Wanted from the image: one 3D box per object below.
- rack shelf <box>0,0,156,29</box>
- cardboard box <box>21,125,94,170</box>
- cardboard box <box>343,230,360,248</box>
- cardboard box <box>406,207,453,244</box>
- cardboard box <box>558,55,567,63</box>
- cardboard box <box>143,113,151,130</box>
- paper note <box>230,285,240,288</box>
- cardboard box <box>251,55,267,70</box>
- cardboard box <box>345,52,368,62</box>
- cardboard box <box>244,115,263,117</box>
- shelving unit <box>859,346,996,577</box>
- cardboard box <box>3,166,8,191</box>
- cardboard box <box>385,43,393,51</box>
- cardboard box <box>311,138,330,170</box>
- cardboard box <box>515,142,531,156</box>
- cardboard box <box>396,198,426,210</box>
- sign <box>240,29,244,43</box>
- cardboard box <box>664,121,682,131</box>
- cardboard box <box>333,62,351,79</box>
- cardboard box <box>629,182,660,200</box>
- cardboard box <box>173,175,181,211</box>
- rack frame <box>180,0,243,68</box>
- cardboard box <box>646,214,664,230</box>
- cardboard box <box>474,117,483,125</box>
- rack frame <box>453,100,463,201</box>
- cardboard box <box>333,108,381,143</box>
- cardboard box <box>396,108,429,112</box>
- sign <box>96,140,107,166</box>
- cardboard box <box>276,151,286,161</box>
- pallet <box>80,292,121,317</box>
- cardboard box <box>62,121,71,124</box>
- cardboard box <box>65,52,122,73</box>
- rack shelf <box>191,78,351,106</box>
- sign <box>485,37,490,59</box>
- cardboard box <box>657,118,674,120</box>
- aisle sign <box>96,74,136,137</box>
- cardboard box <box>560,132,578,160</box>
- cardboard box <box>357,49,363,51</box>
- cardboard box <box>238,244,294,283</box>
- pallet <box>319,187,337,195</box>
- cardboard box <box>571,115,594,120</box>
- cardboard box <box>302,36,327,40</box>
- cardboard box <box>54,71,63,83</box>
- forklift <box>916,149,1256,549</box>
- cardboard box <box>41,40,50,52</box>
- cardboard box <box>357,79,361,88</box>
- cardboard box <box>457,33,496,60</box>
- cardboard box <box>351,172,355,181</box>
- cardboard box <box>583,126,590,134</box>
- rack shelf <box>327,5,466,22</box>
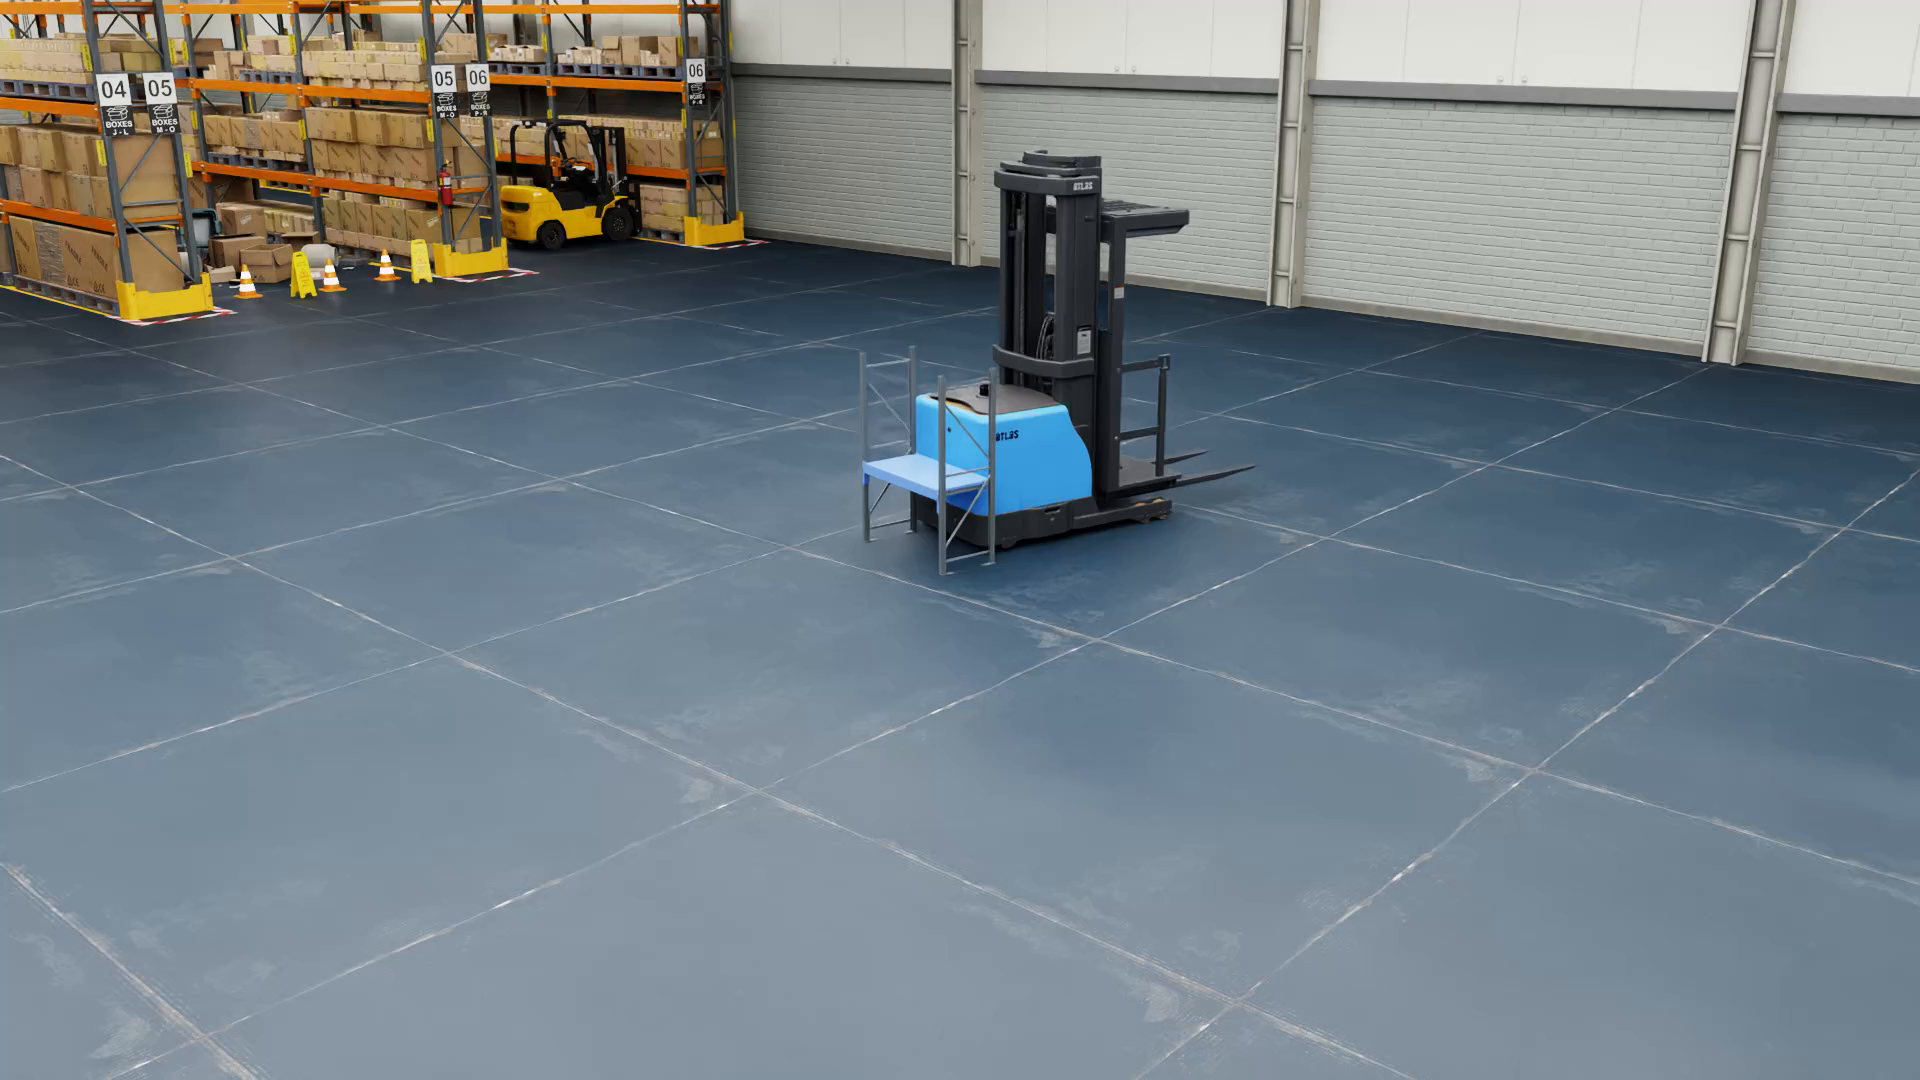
[{"bbox_3d":[-12.451,-7.290,23.056,4.000,0.370,1.077,15,23,39],"label":"rack shelf"},{"bbox_3d":[-12.892,-5.646,23.911,0.550,0.550,0.875,15,23,39],"label":"cardboard box"},{"bbox_3d":[-10.068,-5.111,28.110,0.500,0.250,0.500,17,24,42],"label":"cardboard box"},{"bbox_3d":[-8.517,-5.052,26.682,0.500,0.500,0.500,15,23,40],"label":"cardboard box"},{"bbox_3d":[-7.311,-9.029,31.199,0.250,0.149,0.380,16,23,40],"label":"cardboard box"},{"bbox_3d":[-15.419,-8.183,32.121,0.500,0.500,0.500,15,23,38],"label":"cardboard box"},{"bbox_3d":[-10.970,-3.837,25.155,0.144,0.017,0.142,-9,20,-27],"label":"paper note"},{"bbox_3d":[-12.025,-8.354,29.071,0.500,0.250,0.500,15,23,40],"label":"cardboard box"},{"bbox_3d":[-9.707,-7.810,26.899,0.250,0.149,0.380,15,23,38],"label":"cardboard box"},{"bbox_3d":[-12.810,-7.569,30.651,0.500,0.500,0.500,15,23,38],"label":"cardboard box"},{"bbox_3d":[-0.250,-0.617,12.576,0.538,1.500,1.048,-13,22,-35],"label":"shelving unit"},{"bbox_3d":[-14.514,-5.458,25.184,0.500,0.500,0.500,15,23,39],"label":"cardboard box"},{"bbox_3d":[-11.860,-10.385,35.015,0.250,0.149,0.380,15,23,39],"label":"cardboard box"},{"bbox_3d":[-10.593,-6.544,28.115,0.500,0.500,0.500,15,23,39],"label":"cardboard box"},{"bbox_3d":[-8.375,-7.700,32.663,0.500,0.250,0.500,15,23,39],"label":"cardboard box"},{"bbox_3d":[-8.836,-5.419,26.768,0.250,0.149,0.380,16,24,41],"label":"cardboard box"},{"bbox_3d":[-16.780,-11.763,38.813,0.005,0.325,0.100,15,23,39],"label":"sign"},{"bbox_3d":[-5.066,-7.392,29.715,0.250,0.149,0.380,15,23,39],"label":"cardboard box"},{"bbox_3d":[-9.831,-7.651,27.057,0.500,0.250,0.500,15,23,40],"label":"cardboard box"},{"bbox_3d":[-5.774,-6.415,30.564,0.500,0.250,0.500,15,23,40],"label":"cardboard box"},{"bbox_3d":[-14.854,-6.834,32.505,0.875,0.875,0.875,15,23,40],"label":"cardboard box"},{"bbox_3d":[-13.728,-10.168,30.276,0.127,3.000,1.000,15,23,39],"label":"rack frame"},{"bbox_3d":[-5.380,-5.841,30.409,0.500,0.250,0.500,15,23,39],"label":"cardboard box"},{"bbox_3d":[-9.572,-8.467,33.593,0.250,0.149,0.380,15,23,40],"label":"cardboard box"},{"bbox_3d":[-10.436,-8.433,34.724,0.127,3.000,1.000,15,23,39],"label":"rack frame"},{"bbox_3d":[-9.826,-6.820,27.333,0.500,0.500,0.700,14,23,38],"label":"cardboard box"},{"bbox_3d":[-11.780,-8.968,35.546,0.637,0.503,0.797,14,23,38],"label":"cardboard box"},{"bbox_3d":[-11.325,-5.107,21.940,0.005,0.325,0.100,15,23,39],"label":"sign"},{"bbox_3d":[-11.707,-6.728,29.073,0.250,0.149,0.380,15,23,38],"label":"cardboard box"},{"bbox_3d":[-11.605,-3.376,23.401,1.213,0.211,1.003,15,23,39],"label":"pallet"},{"bbox_3d":[-18.392,-8.503,34.781,0.500,0.500,0.500,16,24,41],"label":"cardboard box"},{"bbox_3d":[-11.506,-6.345,22.085,0.500,0.250,0.500,15,23,40],"label":"cardboard box"},{"bbox_3d":[-12.232,-7.994,29.573,4.000,0.370,1.077,15,23,39],"label":"rack shelf"},{"bbox_3d":[-7.385,-7.672,25.923,0.005,0.325,0.100,15,23,39],"label":"sign"},{"bbox_3d":[-5.331,-7.651,30.532,0.250,0.149,0.380,16,24,41],"label":"cardboard box"},{"bbox_3d":[-11.101,-5.719,21.877,0.004,0.787,0.394,15,23,39],"label":"aisle sign"},{"bbox_3d":[-7.286,-7.529,31.712,0.500,0.500,0.500,14,22,38],"label":"cardboard box"},{"bbox_3d":[-12.703,-10.439,35.643,0.250,0.149,0.380,15,23,39],"label":"cardboard box"},{"bbox_3d":[-10.739,-4.293,25.806,0.637,0.503,0.797,0,18,2],"label":"cardboard box"},{"bbox_3d":[-13.941,-8.045,38.112,1.213,0.211,1.003,15,23,39],"label":"pallet"},{"bbox_3d":[-7.136,-7.969,31.534,0.250,0.149,0.380,15,23,40],"label":"cardboard box"},{"bbox_3d":[-14.351,-11.121,37.166,0.500,0.250,0.500,15,23,38],"label":"cardboard box"},{"bbox_3d":[-11.998,-6.263,22.486,0.250,0.149,0.380,15,23,40],"label":"cardboard box"},{"bbox_3d":[1.130,-1.655,13.480,3.031,2.935,1.130,-12,21,-32],"label":"forklift"},{"bbox_3d":[-12.190,-6.695,22.528,0.250,0.149,0.380,15,23,39],"label":"cardboard box"},{"bbox_3d":[-9.512,-7.387,26.887,0.250,0.149,0.380,15,23,40],"label":"cardboard box"},{"bbox_3d":[-9.613,-9.879,33.297,0.500,0.500,0.700,14,23,38],"label":"cardboard box"},{"bbox_3d":[-9.890,-6.061,27.666,0.250,0.149,0.380,15,23,39],"label":"cardboard box"},{"bbox_3d":[-6.837,-7.699,31.174,0.250,0.149,0.380,16,23,40],"label":"cardboard box"},{"bbox_3d":[-11.932,-11.160,35.251,4.000,0.370,1.077,15,23,39],"label":"rack shelf"}]
